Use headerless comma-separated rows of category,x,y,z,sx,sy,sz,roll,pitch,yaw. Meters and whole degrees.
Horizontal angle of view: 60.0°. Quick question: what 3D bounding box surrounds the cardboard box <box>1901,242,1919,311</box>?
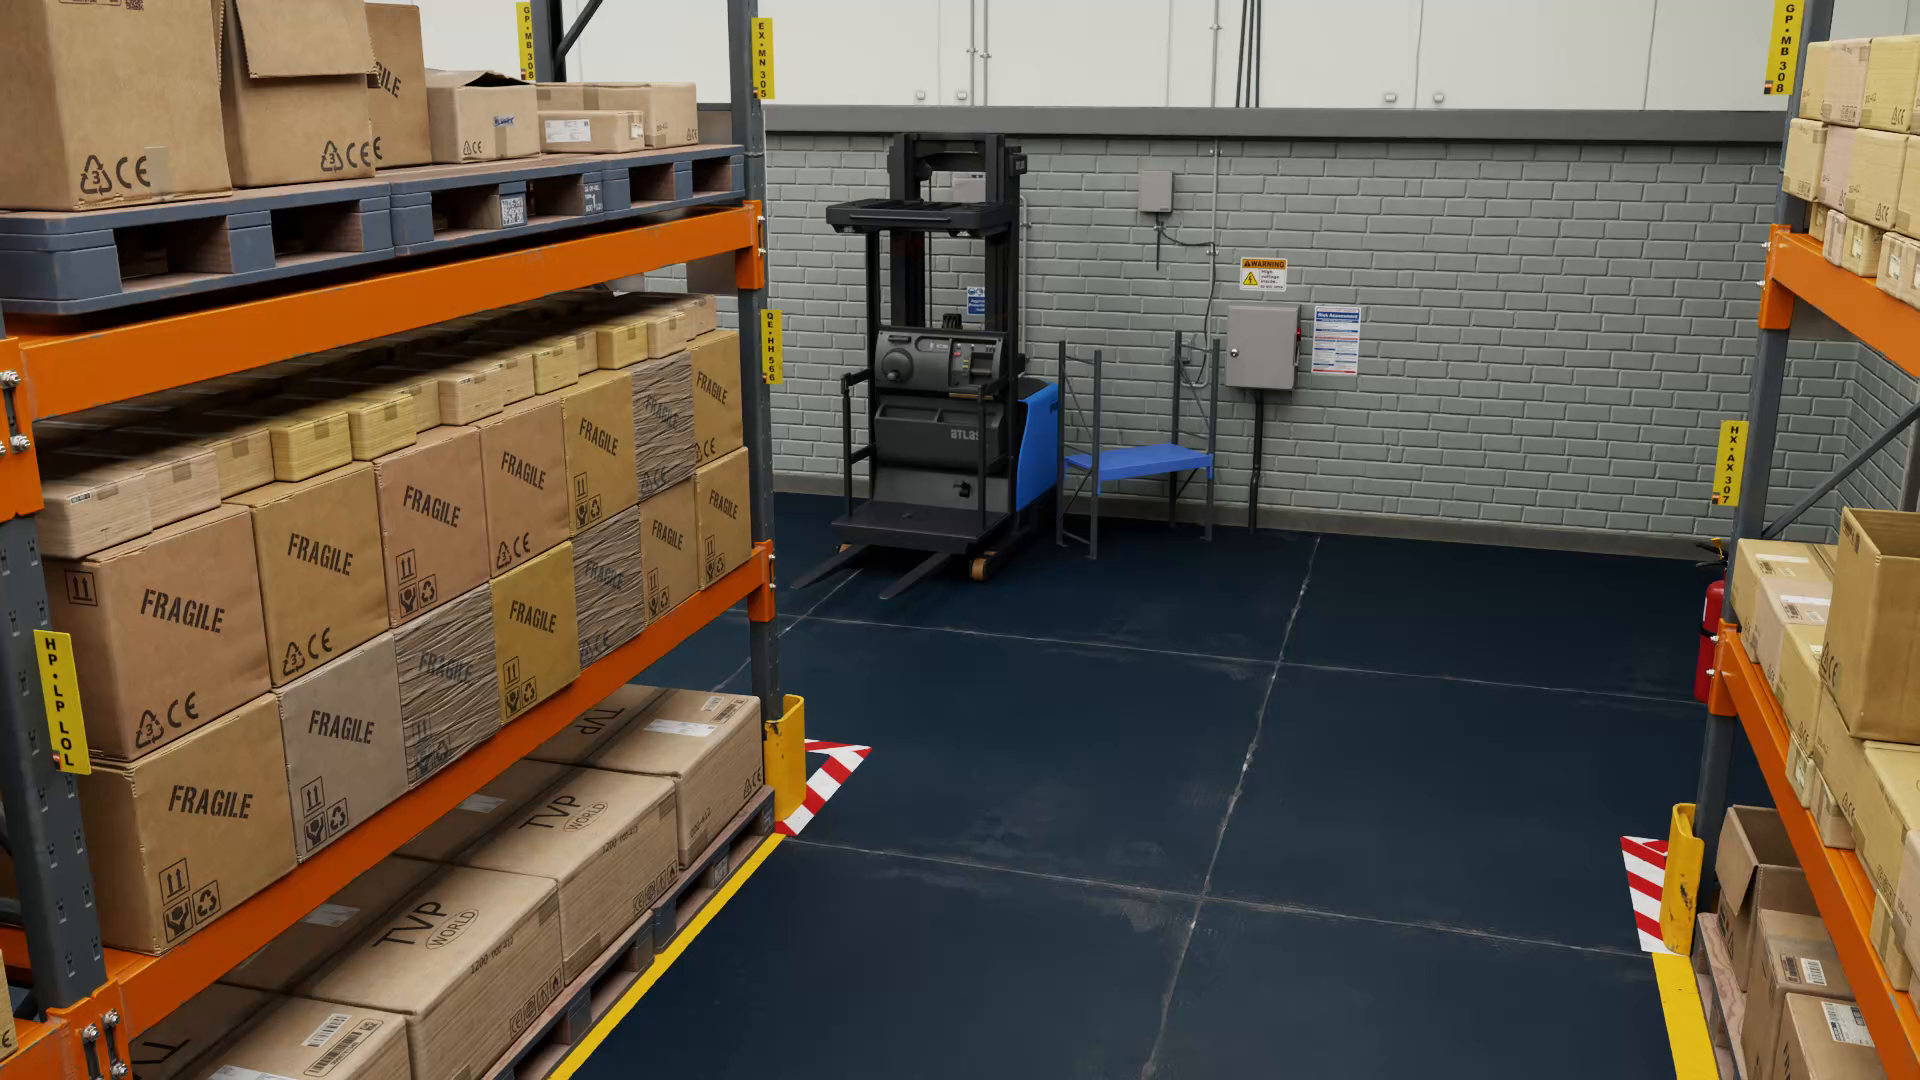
cardboard box,2.515,-0.627,4.008,0.380,0.149,0.250,5,17,17

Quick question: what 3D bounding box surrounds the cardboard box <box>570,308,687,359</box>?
cardboard box,-1.289,-0.803,6.459,0.380,0.149,0.250,4,16,15

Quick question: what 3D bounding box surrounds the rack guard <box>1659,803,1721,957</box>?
rack guard,3.402,1.393,6.503,1.175,0.500,0.348,5,16,16

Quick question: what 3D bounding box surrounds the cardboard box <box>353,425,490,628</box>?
cardboard box,-1.800,-0.067,5.052,0.500,0.500,0.500,5,17,17

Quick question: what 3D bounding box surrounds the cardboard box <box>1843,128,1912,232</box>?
cardboard box,2.753,-0.981,4.525,0.500,0.250,0.500,4,16,14

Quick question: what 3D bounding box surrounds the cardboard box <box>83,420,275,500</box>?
cardboard box,-2.045,-0.209,4.366,0.380,0.149,0.250,4,16,15

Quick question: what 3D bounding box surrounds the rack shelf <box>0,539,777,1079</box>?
rack shelf,-1.905,0.656,5.839,1.077,0.370,4.000,5,16,16

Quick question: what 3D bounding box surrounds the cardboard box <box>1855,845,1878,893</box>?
cardboard box,2.591,0.832,4.358,0.380,0.149,0.250,5,16,16

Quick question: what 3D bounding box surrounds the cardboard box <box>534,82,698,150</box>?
cardboard box,-1.378,-1.710,6.686,0.500,0.250,0.500,3,16,11

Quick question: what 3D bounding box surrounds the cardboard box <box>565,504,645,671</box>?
cardboard box,-1.514,0.151,6.118,0.500,0.500,0.500,5,17,17

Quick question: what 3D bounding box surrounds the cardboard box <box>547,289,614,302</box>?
cardboard box,-1.703,-0.983,7.095,0.380,0.149,0.250,5,17,17

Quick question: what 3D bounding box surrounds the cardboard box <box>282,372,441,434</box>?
cardboard box,-1.820,-0.409,5.069,0.380,0.149,0.250,5,16,16

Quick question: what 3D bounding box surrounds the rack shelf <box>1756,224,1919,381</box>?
rack shelf,2.855,-0.403,4.076,1.077,0.370,4.000,5,16,16

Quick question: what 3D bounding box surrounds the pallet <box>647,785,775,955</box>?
pallet,-1.489,1.343,7.207,1.003,0.211,1.213,5,16,16

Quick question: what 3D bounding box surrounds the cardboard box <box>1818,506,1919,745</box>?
cardboard box,2.610,0.229,4.381,0.500,0.500,0.500,5,17,17

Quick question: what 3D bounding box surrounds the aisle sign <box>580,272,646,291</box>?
aisle sign,-1.594,-1.506,7.376,0.394,0.787,0.004,5,16,16

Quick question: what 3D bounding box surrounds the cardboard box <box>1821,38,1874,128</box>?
cardboard box,2.894,-1.356,4.929,0.500,0.250,0.500,5,16,15

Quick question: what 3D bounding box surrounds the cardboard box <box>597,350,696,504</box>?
cardboard box,-1.366,-0.459,6.435,0.500,0.500,0.500,5,16,16

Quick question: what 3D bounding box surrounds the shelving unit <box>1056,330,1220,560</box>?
shelving unit,1.284,-0.706,12.071,1.048,1.500,0.538,-9,18,-28

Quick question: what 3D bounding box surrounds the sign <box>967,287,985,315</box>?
sign,0.214,-1.840,12.825,0.327,0.218,0.001,5,16,16

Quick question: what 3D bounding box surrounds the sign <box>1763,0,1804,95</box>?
sign,2.903,-1.735,5.851,0.100,0.325,0.005,5,16,16

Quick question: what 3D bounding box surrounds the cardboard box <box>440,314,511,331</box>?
cardboard box,-1.951,-0.780,6.378,0.380,0.149,0.250,4,16,14

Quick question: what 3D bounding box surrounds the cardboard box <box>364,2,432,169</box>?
cardboard box,-2.054,-1.439,5.273,0.500,0.500,0.500,5,17,17

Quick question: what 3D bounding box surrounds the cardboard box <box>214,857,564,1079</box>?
cardboard box,-1.938,1.473,5.564,0.875,0.438,0.875,4,16,14

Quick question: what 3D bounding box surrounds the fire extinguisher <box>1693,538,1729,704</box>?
fire extinguisher,3.022,0.313,6.555,0.296,0.674,0.183,5,16,16

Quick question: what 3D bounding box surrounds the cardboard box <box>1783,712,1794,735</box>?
cardboard box,2.867,0.559,5.322,0.380,0.149,0.250,5,17,18

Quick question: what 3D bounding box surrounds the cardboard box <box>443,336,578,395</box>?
cardboard box,-1.557,-0.607,5.769,0.380,0.149,0.250,5,17,17

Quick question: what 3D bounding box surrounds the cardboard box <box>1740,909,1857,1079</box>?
cardboard box,2.878,1.544,5.199,0.700,0.500,0.500,5,17,18

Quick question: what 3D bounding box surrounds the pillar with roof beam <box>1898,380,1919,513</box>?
pillar with roof beam,0.926,-3.685,8.831,9.100,9.000,0.400,5,16,16

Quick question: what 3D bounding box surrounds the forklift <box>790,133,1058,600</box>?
forklift,-0.222,-1.250,11.366,1.130,2.935,3.031,6,17,20

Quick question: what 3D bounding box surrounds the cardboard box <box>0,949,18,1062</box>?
cardboard box,-2.359,1.042,3.433,0.500,0.250,0.500,4,16,15

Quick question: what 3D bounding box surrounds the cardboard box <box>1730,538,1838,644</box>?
cardboard box,3.036,0.197,5.867,0.500,0.250,0.500,5,17,16

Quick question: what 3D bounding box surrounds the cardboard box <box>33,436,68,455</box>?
cardboard box,-2.512,-0.174,4.242,0.380,0.149,0.250,5,17,17

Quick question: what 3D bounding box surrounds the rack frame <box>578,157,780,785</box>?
rack frame,-1.337,-0.214,7.585,1.000,3.000,0.127,5,16,16

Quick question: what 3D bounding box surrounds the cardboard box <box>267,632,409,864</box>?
cardboard box,-1.942,0.551,4.706,0.500,0.500,0.500,5,17,16

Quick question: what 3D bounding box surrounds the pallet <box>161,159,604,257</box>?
pallet,-1.882,-1.099,5.372,1.003,0.211,1.213,5,16,16

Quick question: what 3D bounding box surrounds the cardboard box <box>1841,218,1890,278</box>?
cardboard box,2.734,-0.824,4.700,0.380,0.149,0.250,5,16,16

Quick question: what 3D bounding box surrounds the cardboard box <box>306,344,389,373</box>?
cardboard box,-2.184,-0.581,5.676,0.380,0.149,0.250,4,16,15

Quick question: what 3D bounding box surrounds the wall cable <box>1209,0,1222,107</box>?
wall cable,0.730,-4.551,11.882,2.355,3.000,0.029,5,16,16

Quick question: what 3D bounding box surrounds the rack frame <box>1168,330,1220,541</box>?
rack frame,1.728,-0.774,12.309,0.032,1.500,0.500,-9,18,-28

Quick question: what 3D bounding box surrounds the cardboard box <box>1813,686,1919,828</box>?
cardboard box,2.627,0.597,4.456,0.500,0.250,0.500,4,16,14

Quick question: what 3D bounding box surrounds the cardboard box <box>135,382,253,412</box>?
cardboard box,-2.341,-0.374,4.948,0.380,0.149,0.250,4,16,15

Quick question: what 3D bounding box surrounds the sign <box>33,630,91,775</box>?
sign,-1.951,0.354,3.609,0.100,0.325,0.005,5,16,16
